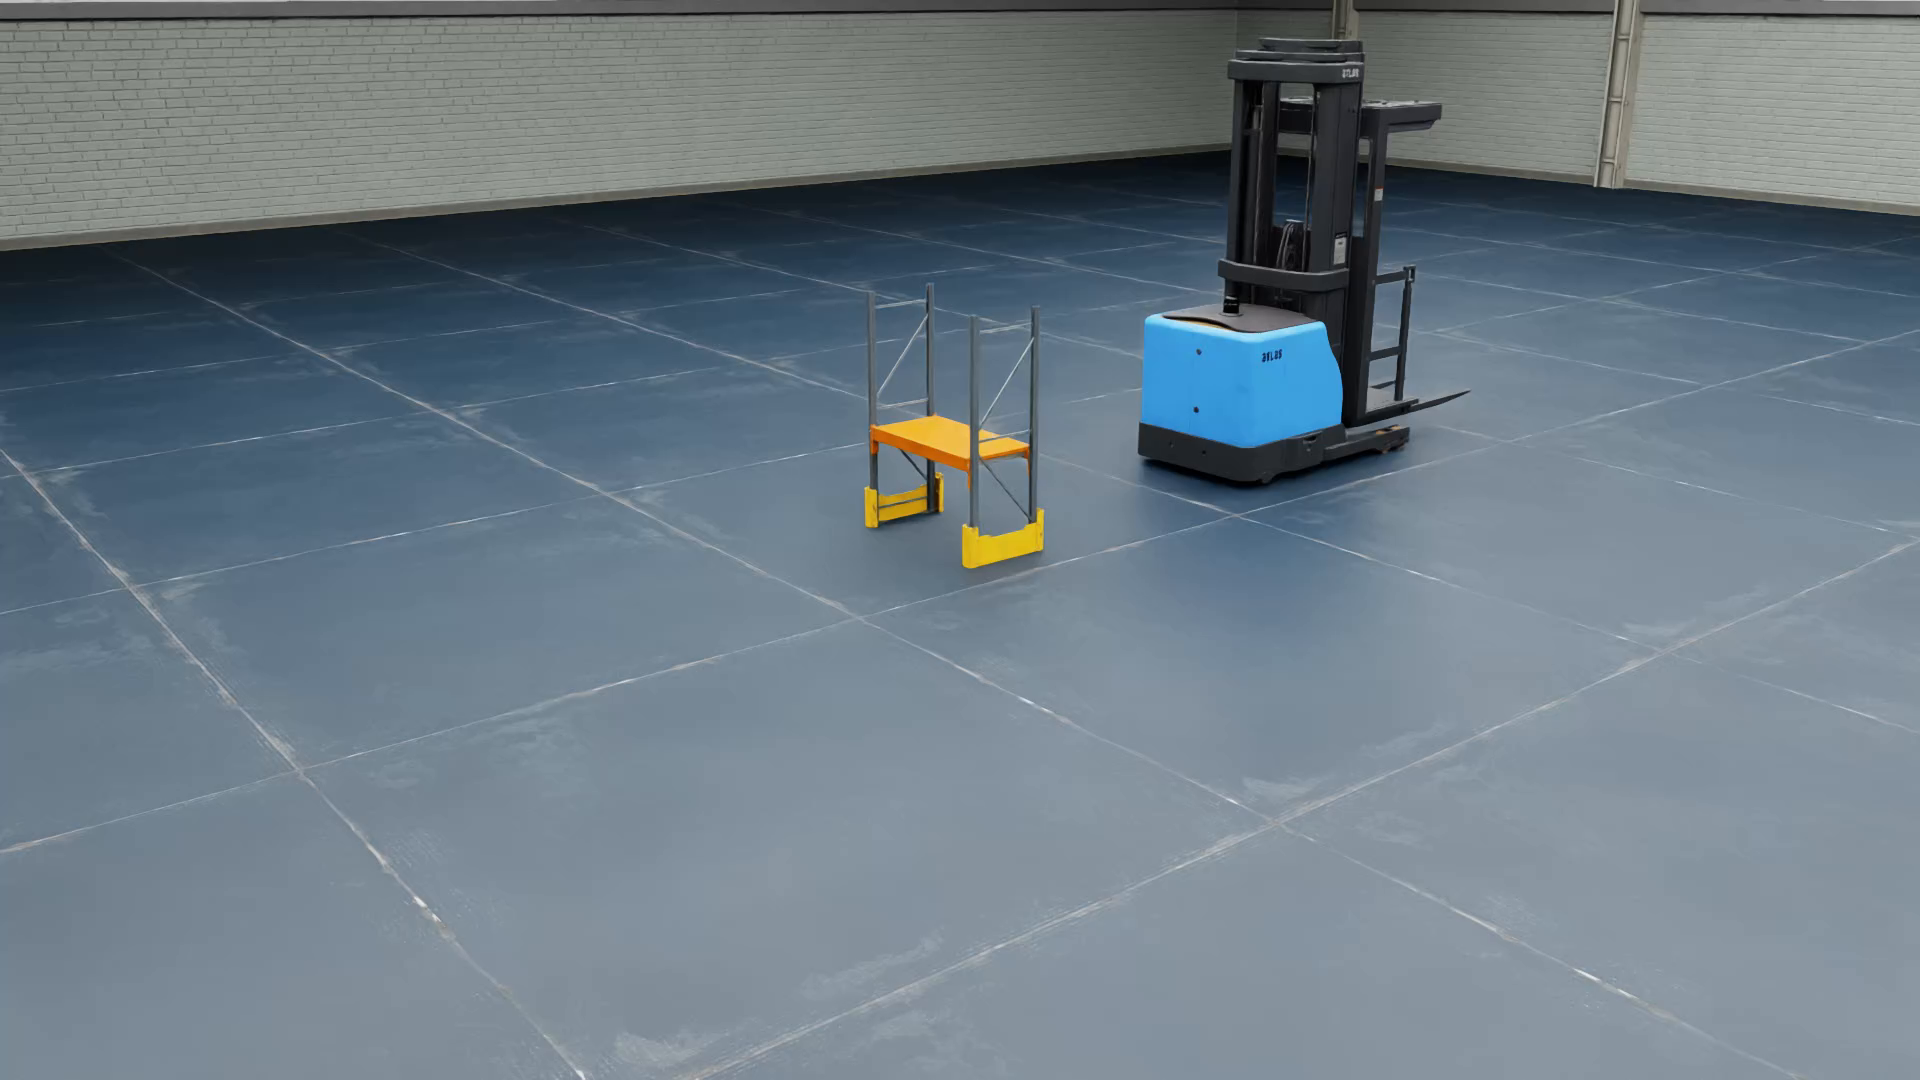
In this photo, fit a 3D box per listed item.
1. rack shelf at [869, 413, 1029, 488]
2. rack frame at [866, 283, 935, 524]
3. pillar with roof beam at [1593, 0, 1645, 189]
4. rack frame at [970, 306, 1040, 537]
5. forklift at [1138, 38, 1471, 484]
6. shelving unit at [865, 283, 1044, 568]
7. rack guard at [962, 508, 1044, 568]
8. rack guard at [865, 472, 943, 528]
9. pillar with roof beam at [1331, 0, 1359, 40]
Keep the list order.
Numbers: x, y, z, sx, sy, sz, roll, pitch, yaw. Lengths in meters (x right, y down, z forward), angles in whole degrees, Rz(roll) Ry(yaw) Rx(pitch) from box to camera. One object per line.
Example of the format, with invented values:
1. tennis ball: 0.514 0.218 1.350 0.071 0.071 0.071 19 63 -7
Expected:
1. rack shelf: -0.053 -0.562 10.247 0.538 0.185 1.000 -14 23 -36
2. rack frame: -0.369 -0.858 10.569 0.500 1.500 0.032 -14 23 -36
3. pillar with roof beam: 7.875 -9.552 24.895 9.100 9.000 0.400 -14 23 -36
4. rack frame: 0.263 -0.608 9.812 0.500 1.500 0.032 -14 23 -36
5. forklift: 2.727 -2.145 12.177 3.031 2.935 1.130 -15 24 -39
6. shelving unit: -0.047 -0.731 10.183 0.587 1.500 1.083 -14 23 -36
7. rack guard: 0.262 -0.015 10.009 0.587 0.250 0.087 -14 23 -36
8. rack guard: -0.357 -0.260 10.751 0.587 0.250 0.087 -14 23 -36
9. pillar with roof beam: 4.149 -11.031 29.360 9.100 9.000 0.400 -14 23 -36
